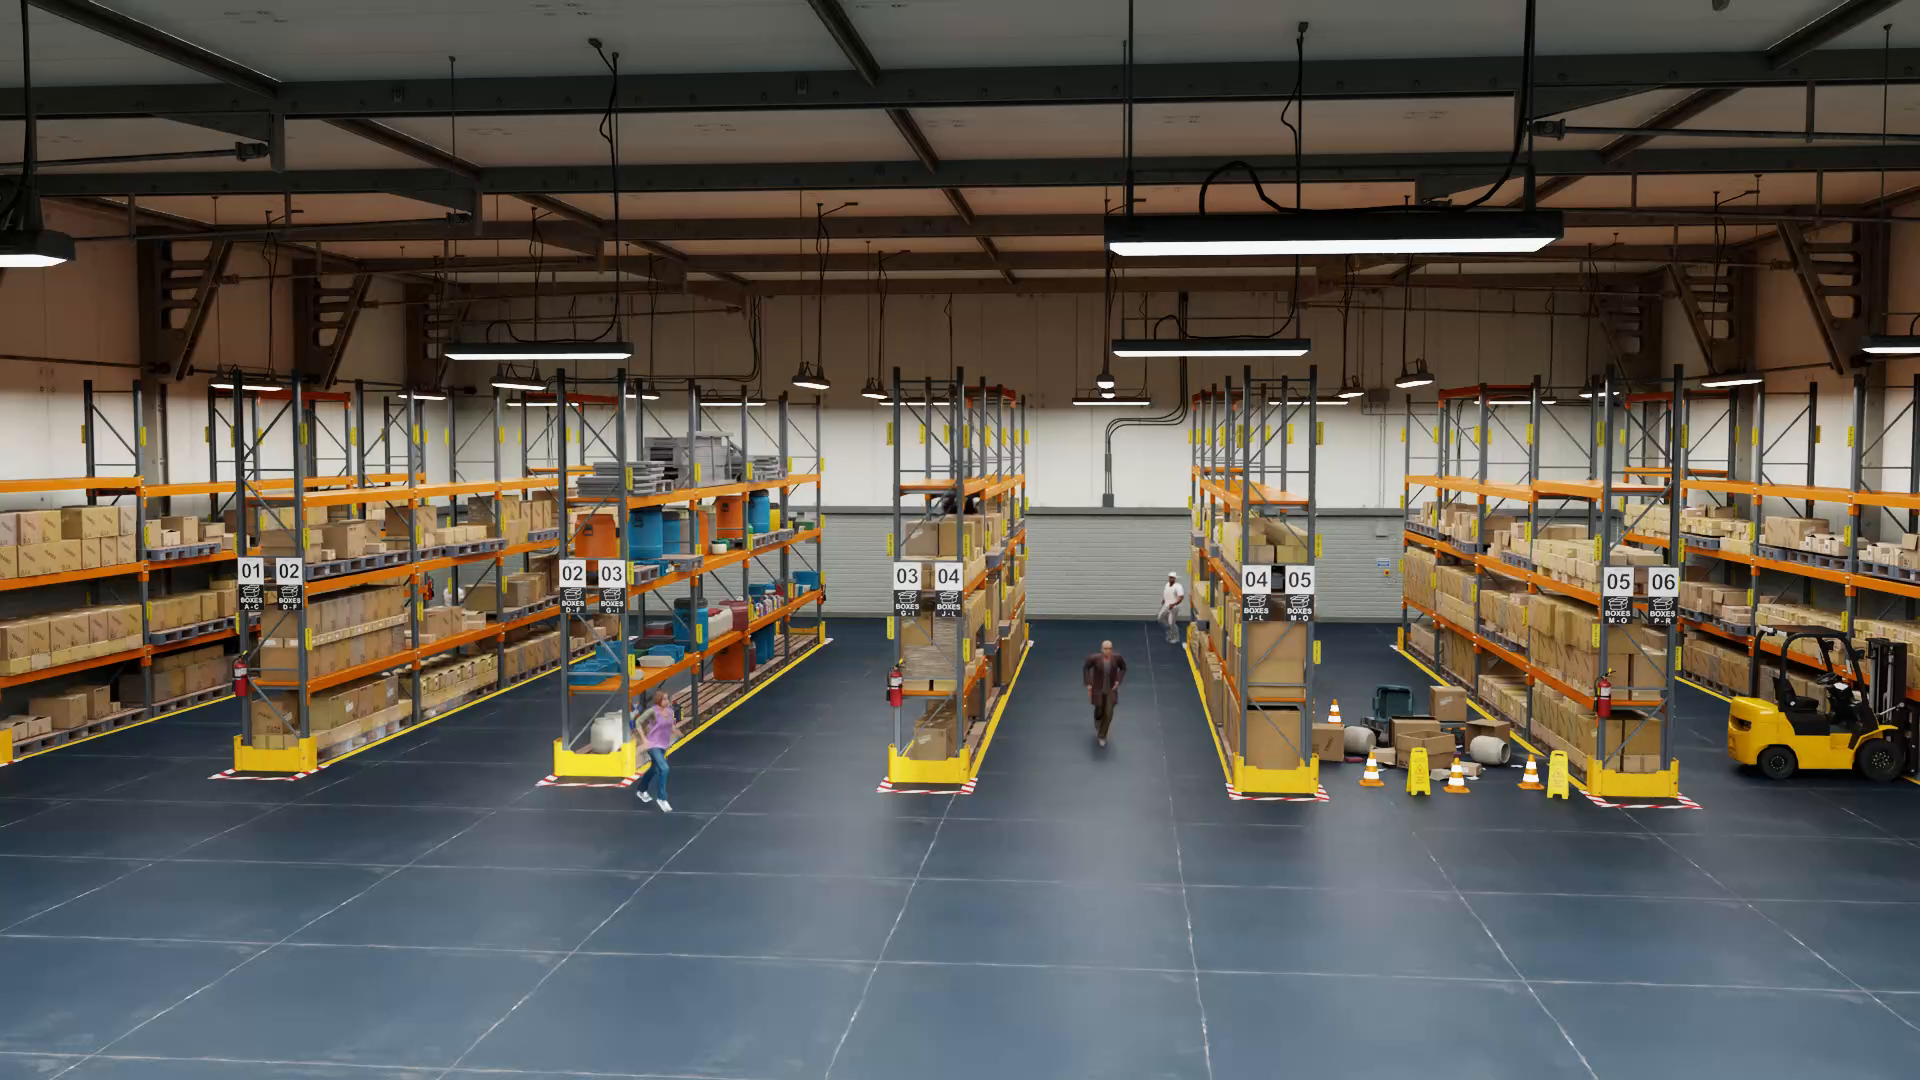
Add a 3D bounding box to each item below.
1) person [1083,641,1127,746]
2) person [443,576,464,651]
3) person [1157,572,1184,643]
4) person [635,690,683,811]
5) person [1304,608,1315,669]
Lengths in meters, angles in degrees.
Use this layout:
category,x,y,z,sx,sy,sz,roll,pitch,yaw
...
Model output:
category,x,y,z,sx,sy,sz,roll,pitch,yaw
person,2.356,2.477,27.278,0.707,1.722,0.861,0,4,-8
person,-11.953,1.700,39.232,0.559,1.716,0.903,0,4,-4
person,5.100,1.626,40.348,0.586,1.725,0.724,-2,4,-32
person,-4.086,2.828,22.417,0.815,1.637,0.471,2,4,29
person,7.304,1.903,35.586,0.588,1.831,0.835,0,4,2
